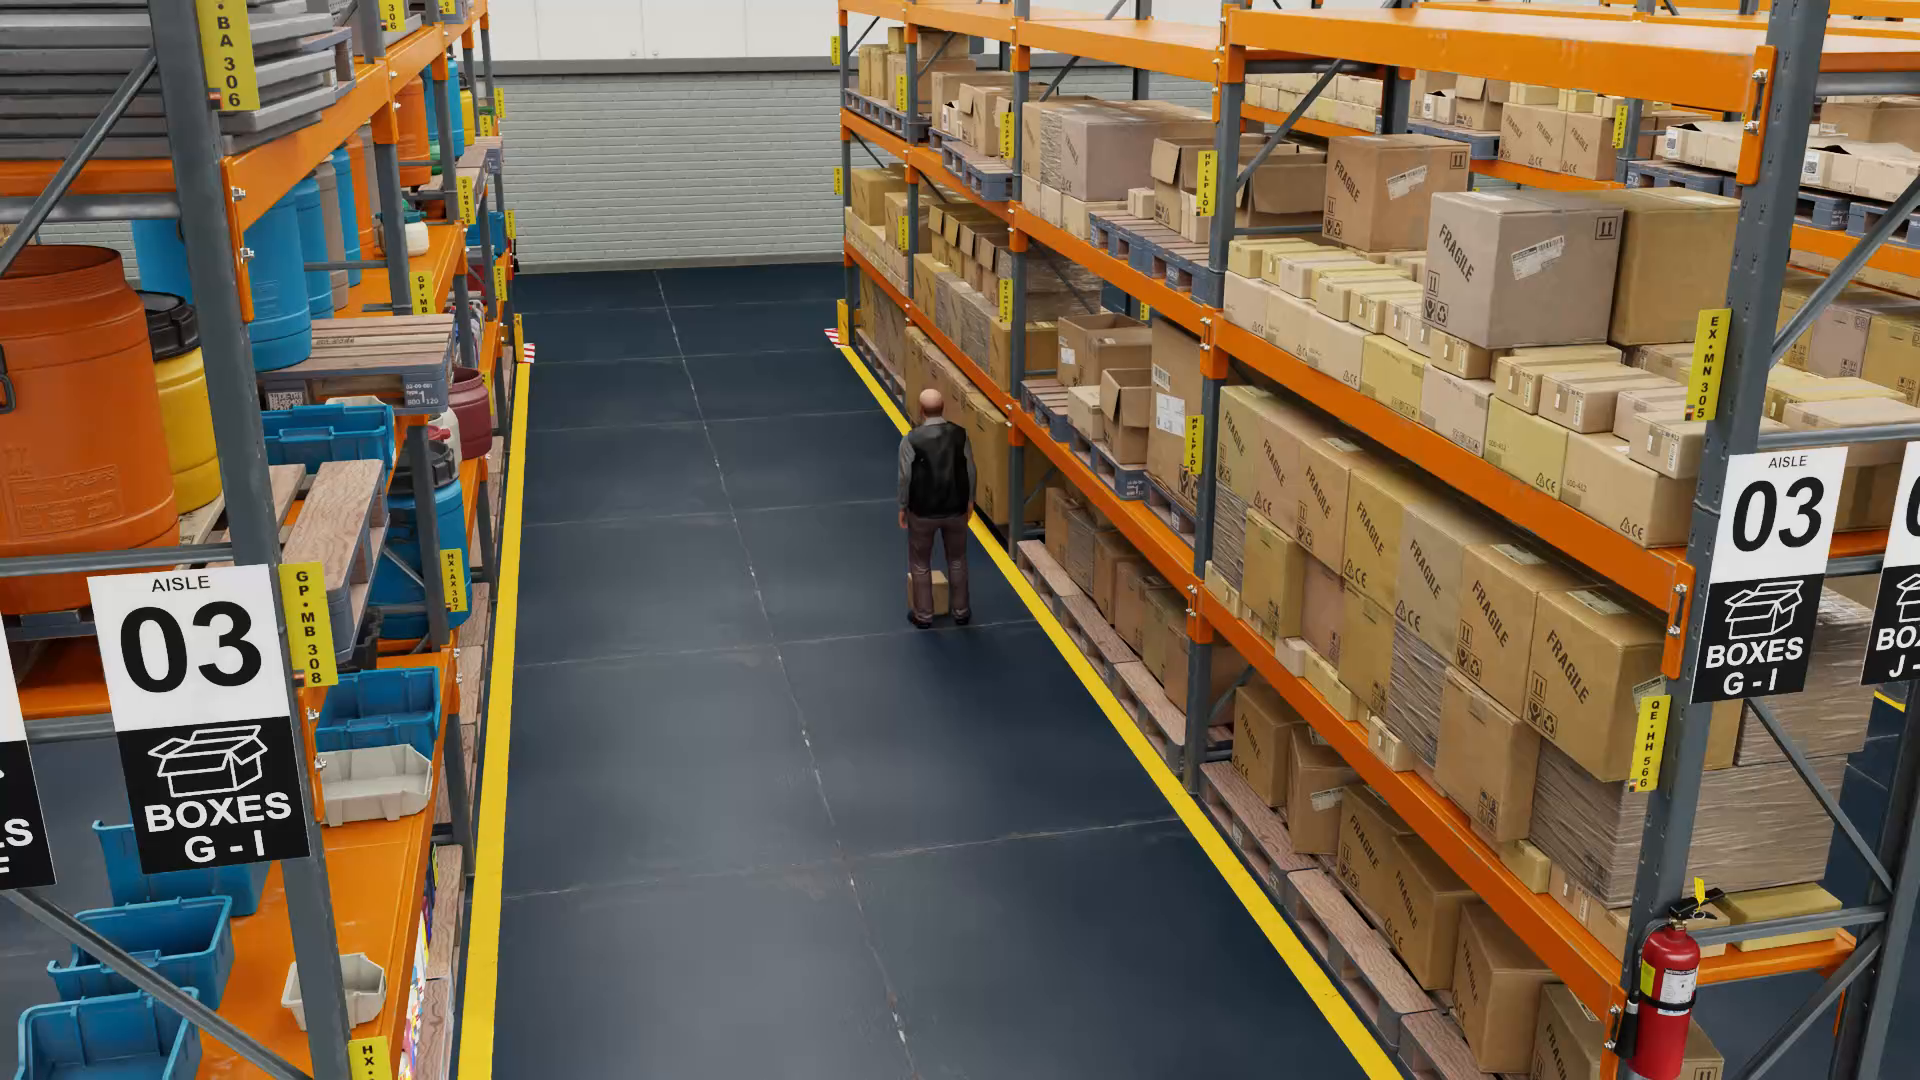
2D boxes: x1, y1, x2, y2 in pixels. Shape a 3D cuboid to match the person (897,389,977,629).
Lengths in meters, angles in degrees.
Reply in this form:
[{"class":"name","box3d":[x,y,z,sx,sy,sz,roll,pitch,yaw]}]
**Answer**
[{"class":"person","box3d":[-0.162,-0.208,11.696,0.578,1.719,0.425,-5,20,-15]}]
